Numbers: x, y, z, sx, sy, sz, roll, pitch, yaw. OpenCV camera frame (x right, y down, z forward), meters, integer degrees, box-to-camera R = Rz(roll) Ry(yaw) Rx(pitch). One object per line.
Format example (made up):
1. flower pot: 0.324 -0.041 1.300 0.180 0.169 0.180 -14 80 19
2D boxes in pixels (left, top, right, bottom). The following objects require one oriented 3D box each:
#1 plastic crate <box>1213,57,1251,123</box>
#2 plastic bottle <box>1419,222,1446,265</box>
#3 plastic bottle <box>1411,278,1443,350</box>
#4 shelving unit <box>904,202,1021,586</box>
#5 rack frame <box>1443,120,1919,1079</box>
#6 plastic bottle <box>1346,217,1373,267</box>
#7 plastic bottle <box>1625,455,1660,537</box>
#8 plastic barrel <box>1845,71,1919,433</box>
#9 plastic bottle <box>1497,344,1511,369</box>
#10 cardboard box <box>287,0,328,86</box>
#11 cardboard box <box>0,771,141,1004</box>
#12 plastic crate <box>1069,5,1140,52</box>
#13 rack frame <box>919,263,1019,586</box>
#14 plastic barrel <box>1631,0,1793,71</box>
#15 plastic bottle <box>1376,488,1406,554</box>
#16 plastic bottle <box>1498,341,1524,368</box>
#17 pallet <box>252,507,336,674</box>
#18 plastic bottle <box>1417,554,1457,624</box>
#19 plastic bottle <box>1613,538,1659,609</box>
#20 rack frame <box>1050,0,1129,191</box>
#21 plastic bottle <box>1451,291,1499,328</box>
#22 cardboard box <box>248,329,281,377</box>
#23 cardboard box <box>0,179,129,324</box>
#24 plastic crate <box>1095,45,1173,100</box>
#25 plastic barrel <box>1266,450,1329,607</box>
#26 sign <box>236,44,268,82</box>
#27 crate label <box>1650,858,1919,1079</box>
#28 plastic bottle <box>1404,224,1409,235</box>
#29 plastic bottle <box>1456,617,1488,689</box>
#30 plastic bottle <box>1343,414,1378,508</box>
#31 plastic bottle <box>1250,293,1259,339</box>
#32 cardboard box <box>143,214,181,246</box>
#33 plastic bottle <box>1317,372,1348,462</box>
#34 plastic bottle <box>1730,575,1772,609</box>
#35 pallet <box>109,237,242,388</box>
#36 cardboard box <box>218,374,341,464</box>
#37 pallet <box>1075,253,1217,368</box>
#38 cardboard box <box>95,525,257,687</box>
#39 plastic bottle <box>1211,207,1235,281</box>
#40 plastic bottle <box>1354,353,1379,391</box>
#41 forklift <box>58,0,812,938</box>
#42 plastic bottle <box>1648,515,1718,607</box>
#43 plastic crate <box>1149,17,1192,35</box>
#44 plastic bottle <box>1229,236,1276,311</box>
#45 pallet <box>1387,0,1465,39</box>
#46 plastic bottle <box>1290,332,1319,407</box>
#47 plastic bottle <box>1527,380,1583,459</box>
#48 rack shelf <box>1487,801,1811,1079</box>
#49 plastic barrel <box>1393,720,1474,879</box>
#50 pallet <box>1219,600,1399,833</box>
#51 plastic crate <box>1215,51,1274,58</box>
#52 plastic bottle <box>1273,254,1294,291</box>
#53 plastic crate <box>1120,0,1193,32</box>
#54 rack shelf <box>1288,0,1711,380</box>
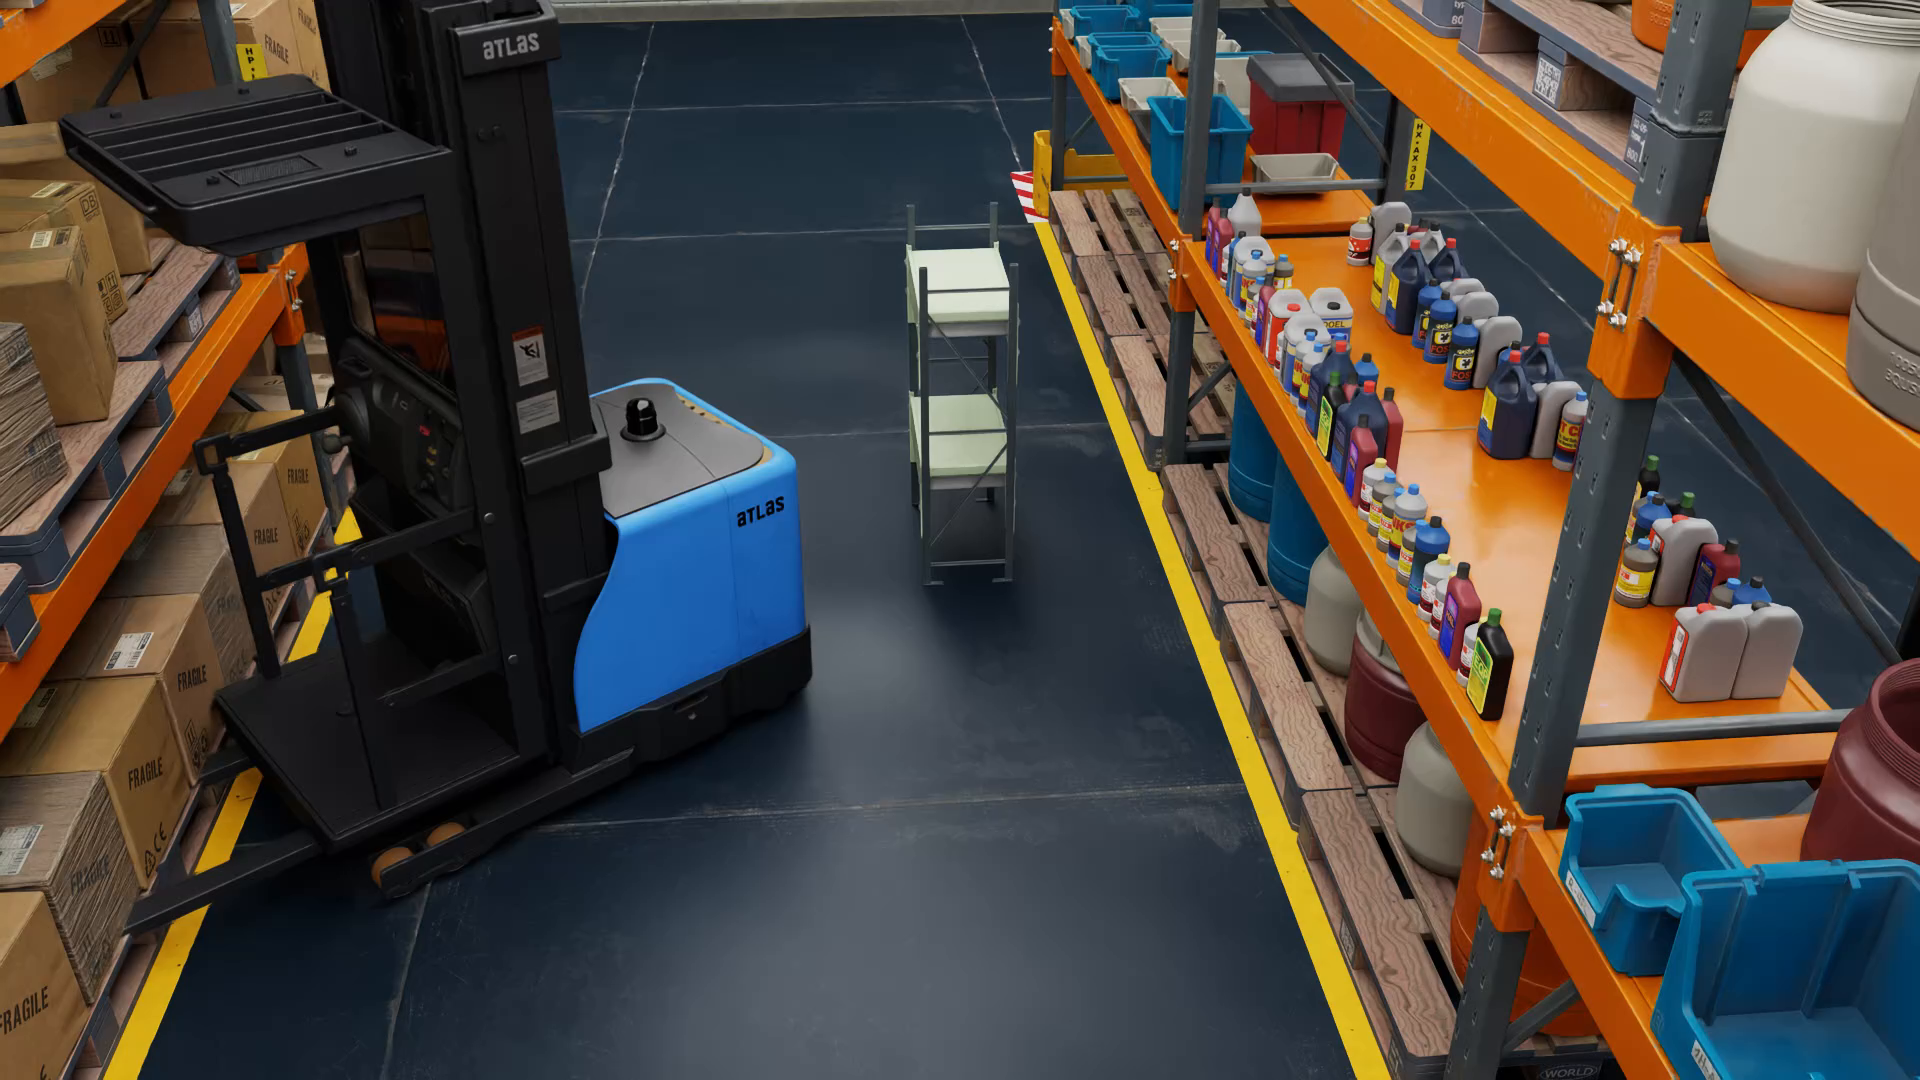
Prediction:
1. plastic crate: 1.534 -2.343 8.805 0.437 0.282 0.530 -3 31 -5
2. plastic bottle: 1.905 -1.105 6.723 0.144 0.351 0.185 -3 31 -5
3. plastic bottle: 1.811 -0.880 6.423 0.097 0.271 0.097 0 31 0
4. shelving unit: 0.001 -0.640 7.360 0.431 1.500 0.755 -3 31 -5
5. rack frame: 1.867 0.462 4.051 1.000 3.000 0.127 -3 31 -5
6. plastic bottle: 1.730 -1.294 7.184 0.097 0.201 0.097 0 31 0
7. plastic bottle: 2.117 -0.149 5.188 0.061 0.283 0.133 -3 31 -5
8. plastic barrel: 1.728 -0.611 2.434 0.600 0.901 0.600 0 31 0
9. plastic bottle: 2.006 -0.620 6.057 0.097 0.201 0.097 0 31 0
10. cardboard box: -3.251 -2.334 7.660 0.500 0.500 0.500 -4 31 -6
11. cardboard box: -2.877 1.069 5.044 0.500 0.500 0.500 -4 31 -6
12. plastic crate: 0.877 -3.098 10.117 0.416 0.233 0.300 -3 31 -5
13. rack frame: 0.035 -0.454 7.047 0.400 1.500 0.023 -3 31 -5
14. plastic barrel: 1.817 -1.480 3.550 0.600 0.830 0.708 -3 31 -5
15. plastic bottle: 1.345 -0.065 5.127 0.097 0.201 0.097 0 31 0
16. plastic bottle: 1.958 -0.579 5.920 0.097 0.271 0.097 0 31 0
17. pallet: -3.325 0.266 7.099 1.003 0.211 1.213 -3 31 -5
18. plastic bottle: 1.381 0.134 4.794 0.097 0.201 0.097 0 31 0
19. plastic bottle: 1.983 0.090 4.867 0.097 0.201 0.097 0 31 0
20. rack frame: 1.120 -3.622 10.889 1.000 3.000 0.127 -3 31 -5
21. plastic bottle: 1.946 -0.828 6.333 0.152 0.276 0.135 -3 31 -5
22. cardboard box: -3.844 -1.039 8.758 0.500 0.311 0.500 -3 31 -5
23. cardboard box: -3.490 -0.967 5.937 0.700 0.500 0.500 2 31 3
24. plastic crate: 0.966 -2.609 9.297 0.416 0.233 0.300 -3 31 -5
25. plastic barrel: 1.594 -0.219 6.829 0.600 0.901 0.708 -3 31 -5
26. sign: -2.886 -1.870 6.827 0.100 0.325 0.005 -3 31 -5
27. crate label: 1.691 0.967 3.171 0.502 0.435 0.616 -3 31 -5
28. plastic bottle: 1.890 -1.251 7.113 0.097 0.201 0.097 0 31 0
29. plastic bottle: 1.412 0.302 4.514 0.097 0.201 0.097 0 31 0
30. plastic bottle: 1.298 -0.257 5.370 0.061 0.283 0.133 -3 31 -5
31. plastic bottle: 1.193 -0.893 6.514 0.097 0.201 0.097 0 31 0
32. cardboard box: -3.741 -1.631 7.457 0.500 0.500 0.500 -2 31 -4
33. plastic bottle: 1.268 -0.420 5.642 0.061 0.283 0.133 -3 31 -5
34. plastic bottle: 2.165 0.220 4.581 0.097 0.271 0.097 0 31 0
35. pallet: -3.473 -0.849 6.433 1.003 0.211 1.213 -3 31 -5
36. cardboard box: -3.262 -0.604 8.029 0.500 0.311 0.500 -3 31 -5
37. pallet: 1.269 -1.381 9.856 1.003 0.211 1.213 -3 31 -5
38. cardboard box: -3.023 0.287 6.354 0.500 0.500 0.500 -2 31 -4
39. plastic bottle: 1.115 -1.254 7.038 0.061 0.283 0.133 -3 31 -5
40. plastic bottle: 1.411 -0.526 5.831 0.097 0.271 0.097 0 31 0
41. forklift: -2.038 -0.340 5.462 3.031 2.935 1.130 -24 38 -34
42. plastic bottle: 2.105 0.043 4.874 0.152 0.276 0.135 -3 31 -5
43. plastic crate: 1.376 -3.127 10.259 0.396 0.136 0.243 -3 31 -5
44. plastic bottle: 1.192 -1.085 6.763 0.152 0.276 0.135 -3 31 -5
45. pallet: 1.773 -1.812 5.118 1.003 0.211 1.213 -3 31 -5
46. plastic bottle: 1.249 -0.619 5.986 0.097 0.271 0.097 0 31 0
47. plastic bottle: 2.019 -0.429 5.664 0.152 0.276 0.135 -3 31 -5
48. rack shelf: 2.054 1.792 2.526 1.077 0.370 4.000 -3 31 -5
49. plastic barrel: 1.663 0.817 5.474 0.421 0.512 0.421 0 31 0
50. pallet: 1.641 0.637 6.477 1.003 0.211 1.213 -3 31 -5
51. plastic crate: 1.567 -2.540 9.182 0.416 0.233 0.300 -3 31 -5
52. plastic bottle: 1.314 -1.069 6.808 0.097 0.201 0.097 0 31 0
53. plastic crate: 1.337 -3.501 10.594 0.616 0.435 0.499 -3 31 -5
54. rack shelf: 1.680 -1.538 5.176 1.077 0.370 4.000 -3 31 -5
